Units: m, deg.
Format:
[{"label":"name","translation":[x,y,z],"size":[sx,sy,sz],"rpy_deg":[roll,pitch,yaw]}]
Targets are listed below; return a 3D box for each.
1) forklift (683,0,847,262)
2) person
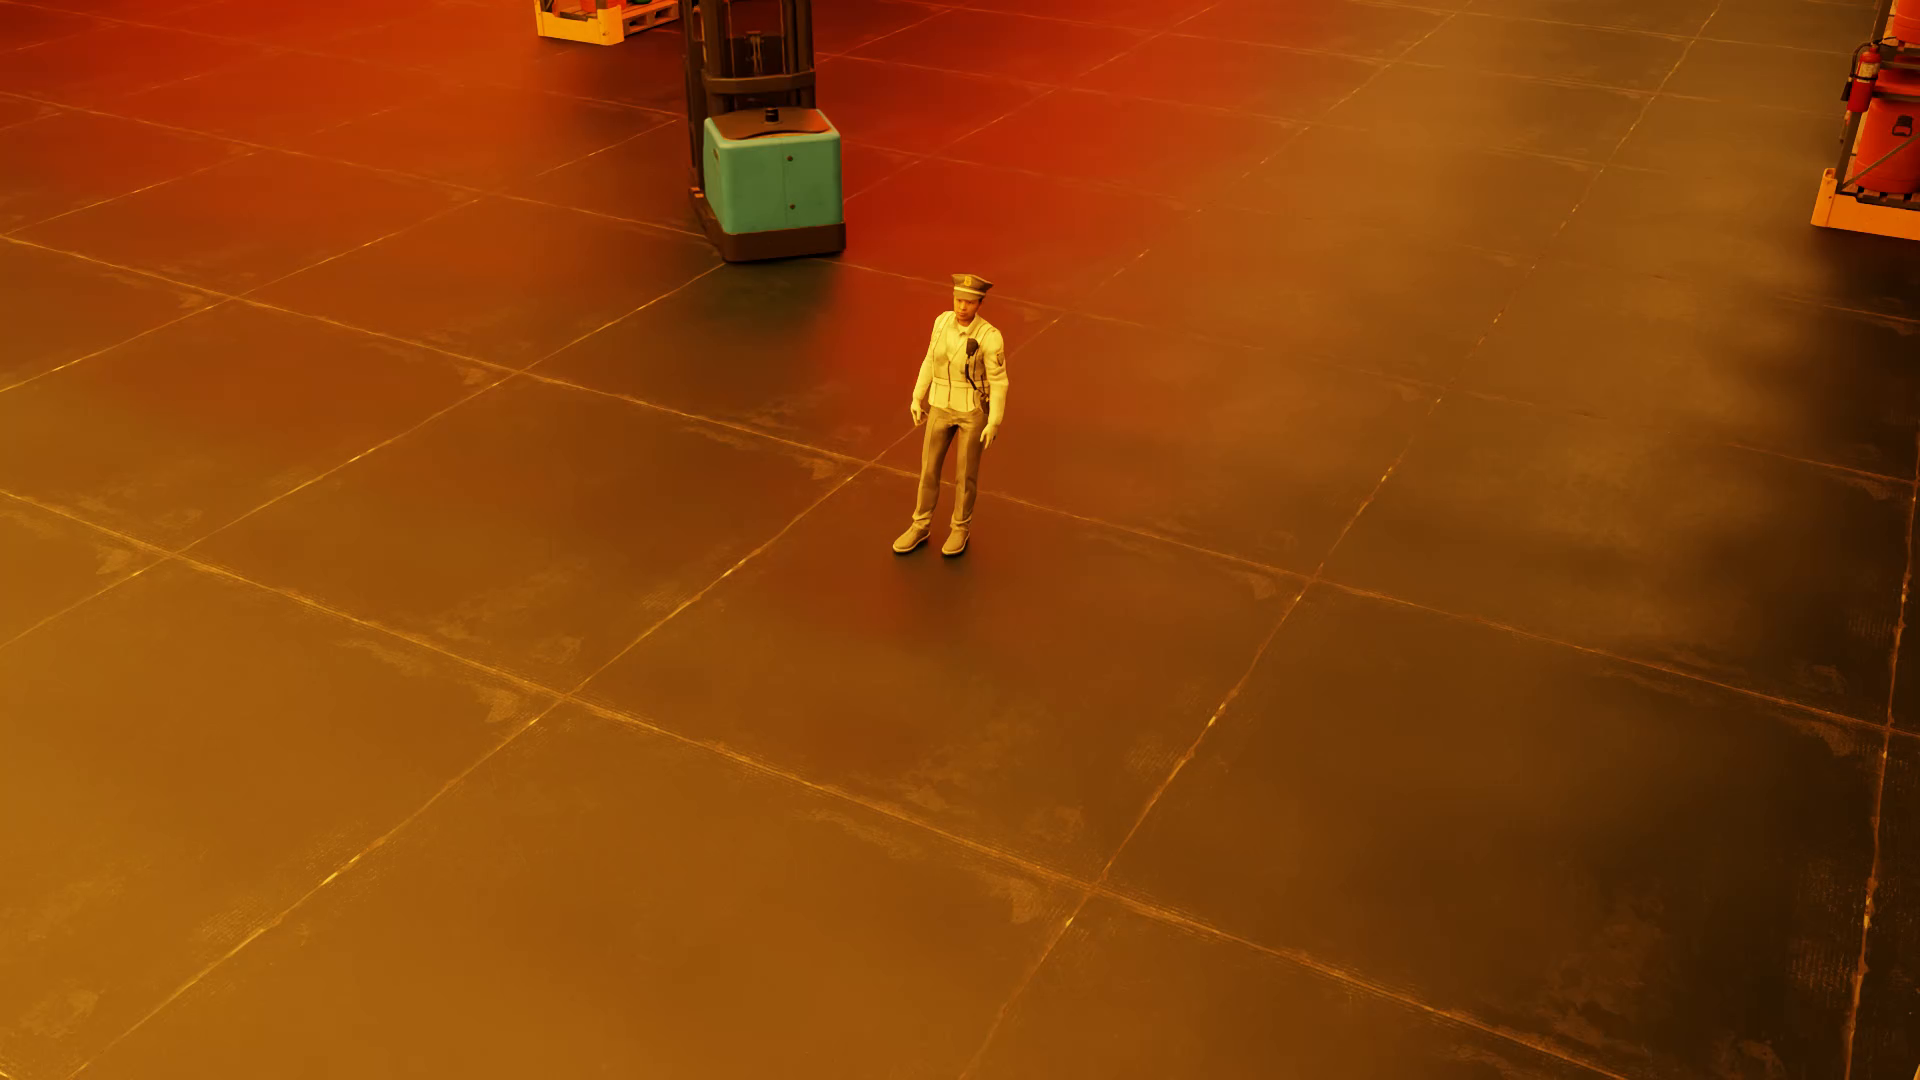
[{"label":"forklift","translation":[-1.879,-4.318,14.552],"size":[1.130,2.935,3.031],"rpy_deg":[-9,31,-14]},{"label":"person","translation":[-0.039,-0.712,9.526],"size":[0.587,1.694,0.530],"rpy_deg":[15,33,25]}]
